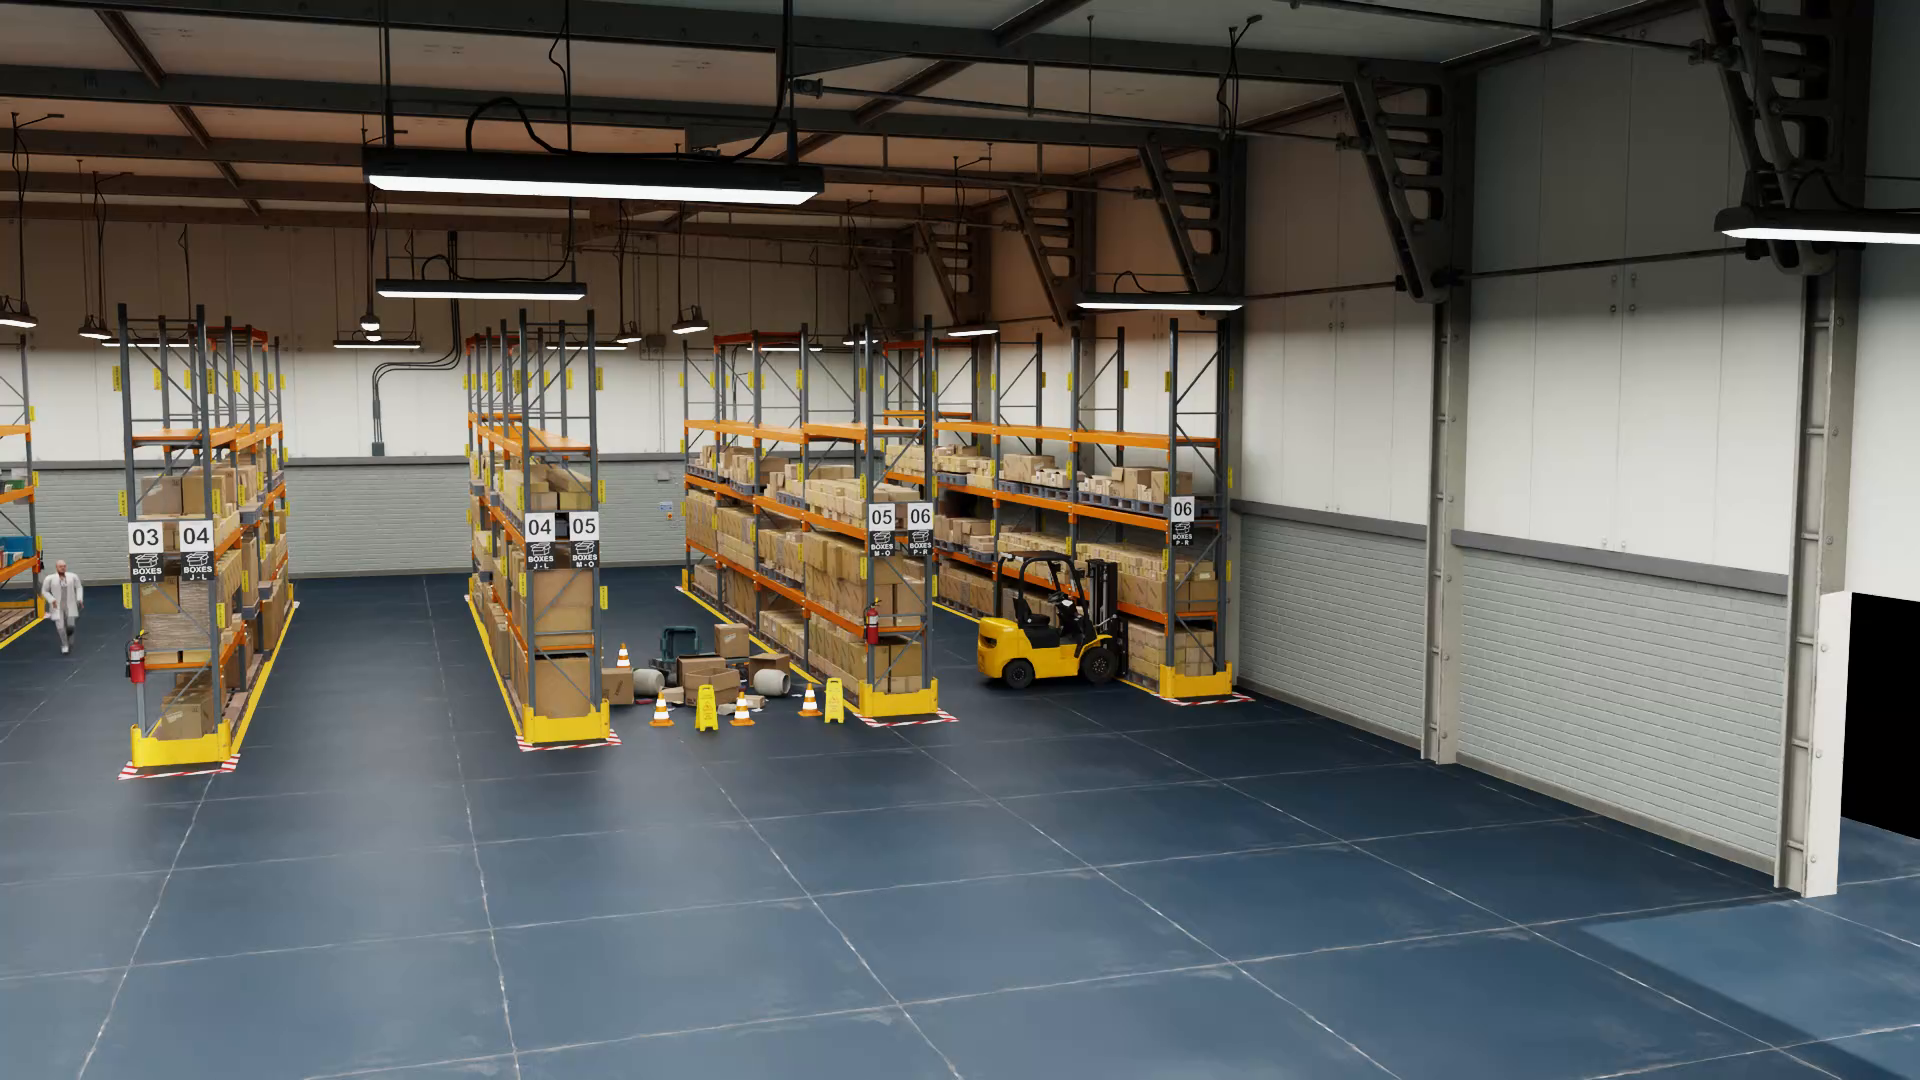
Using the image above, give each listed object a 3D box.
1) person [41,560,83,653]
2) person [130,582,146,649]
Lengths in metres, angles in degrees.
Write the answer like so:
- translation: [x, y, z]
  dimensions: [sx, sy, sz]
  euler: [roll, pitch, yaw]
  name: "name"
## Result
- translation: [-16.607, 1.231, 30.786]
  dimensions: [0.685, 1.724, 0.678]
  euler: [-3, 6, -32]
  name: "person"
- translation: [-15.387, 1.251, 31.313]
  dimensions: [0.551, 1.576, 0.763]
  euler: [-4, 7, -39]
  name: "person"
